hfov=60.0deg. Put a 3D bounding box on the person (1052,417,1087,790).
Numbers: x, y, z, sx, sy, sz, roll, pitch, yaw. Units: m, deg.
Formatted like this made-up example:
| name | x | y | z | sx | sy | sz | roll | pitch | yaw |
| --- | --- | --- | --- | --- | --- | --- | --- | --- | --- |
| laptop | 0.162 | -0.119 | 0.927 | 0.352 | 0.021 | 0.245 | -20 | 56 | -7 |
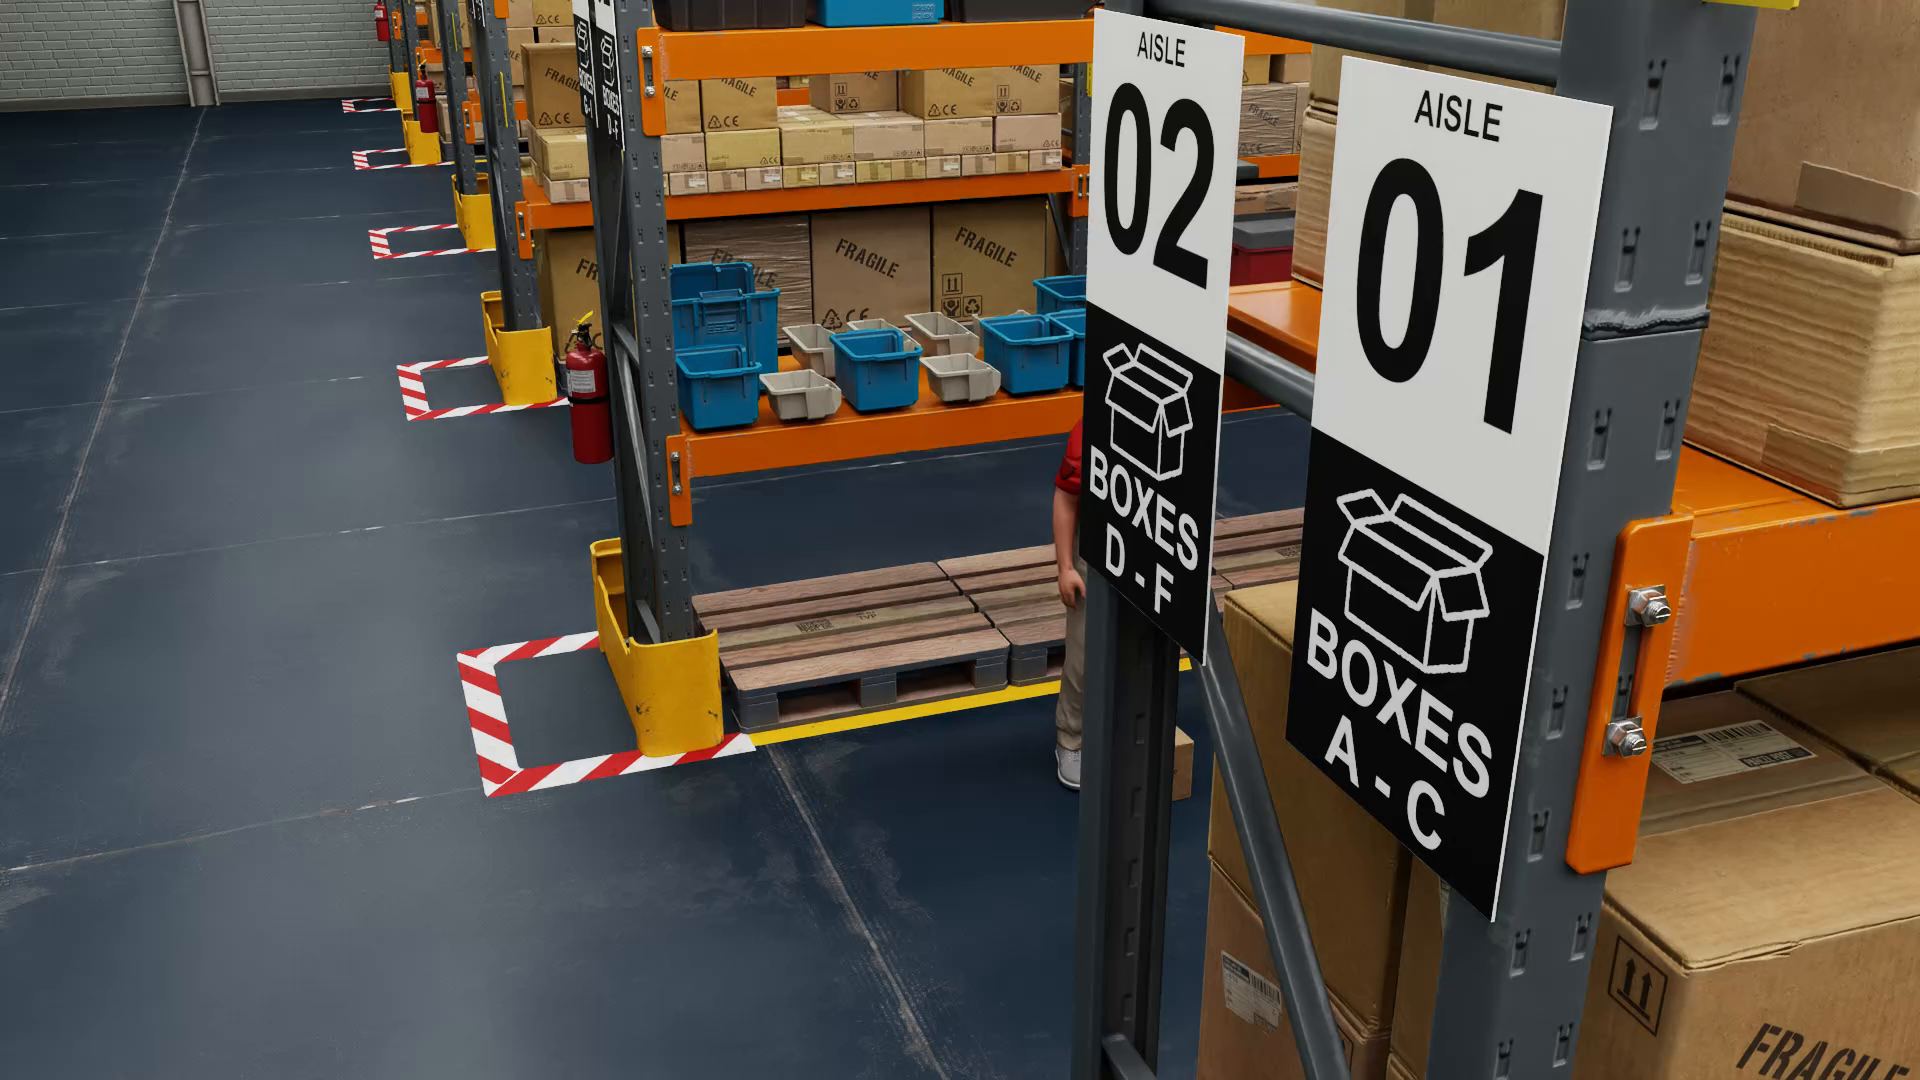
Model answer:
| name | x | y | z | sx | sy | sz | roll | pitch | yaw |
| --- | --- | --- | --- | --- | --- | --- | --- | --- | --- |
| person | 0.634 | 0.087 | 6.400 | 0.593 | 1.726 | 0.386 | -9 | 24 | -20 |
